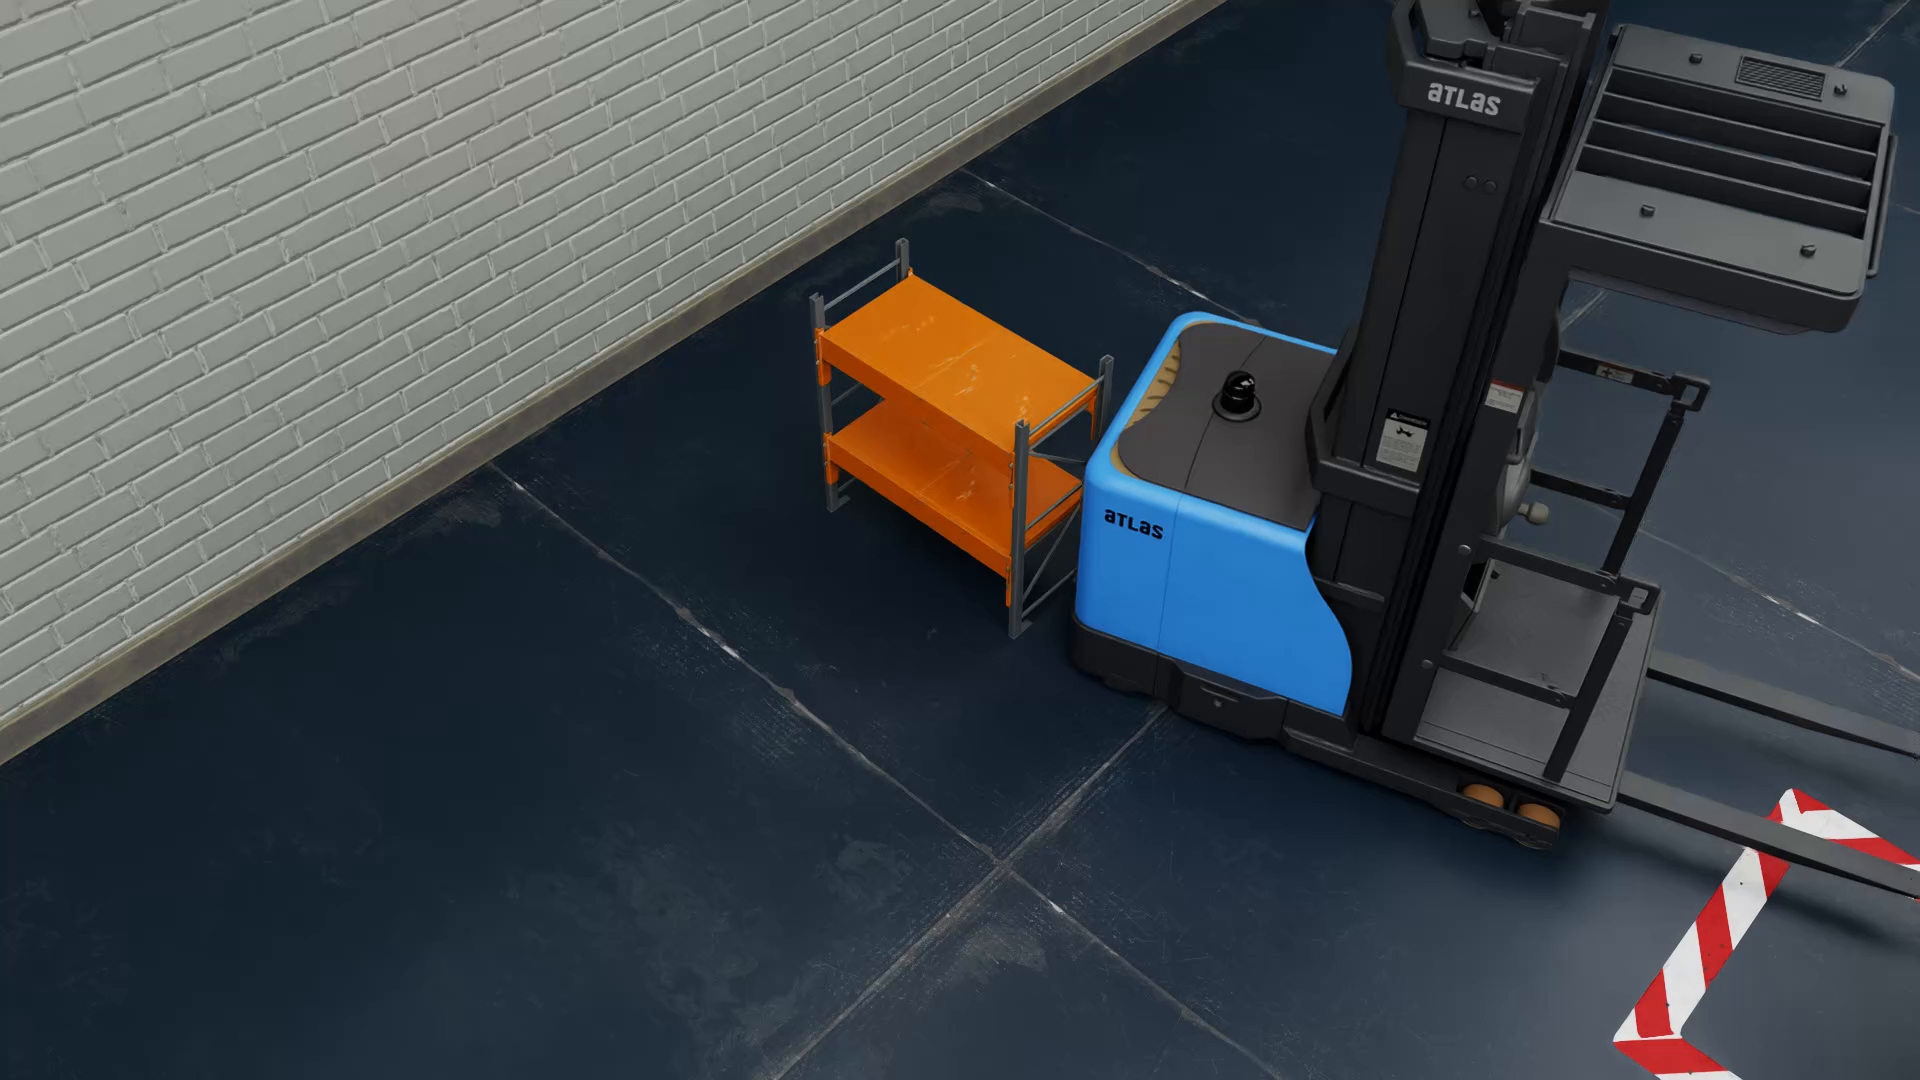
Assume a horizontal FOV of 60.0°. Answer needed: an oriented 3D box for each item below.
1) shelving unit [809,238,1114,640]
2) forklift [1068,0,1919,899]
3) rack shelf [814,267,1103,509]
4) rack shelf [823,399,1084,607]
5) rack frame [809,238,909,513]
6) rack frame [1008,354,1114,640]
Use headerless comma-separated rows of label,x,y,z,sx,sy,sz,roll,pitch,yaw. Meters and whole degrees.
shelving unit,-0.005,-0.388,6.452,1.048,1.125,0.538,34,55,28
forklift,1.970,-0.365,5.191,3.031,2.935,1.130,19,50,17
rack shelf,-0.005,-0.589,6.238,1.000,0.278,0.538,34,55,28
rack shelf,-0.005,-0.221,6.630,1.000,0.278,0.538,34,55,28
rack frame,-0.379,-0.640,6.688,0.032,1.125,0.500,34,55,28
rack frame,0.369,-0.137,6.216,0.032,1.125,0.500,34,55,28
